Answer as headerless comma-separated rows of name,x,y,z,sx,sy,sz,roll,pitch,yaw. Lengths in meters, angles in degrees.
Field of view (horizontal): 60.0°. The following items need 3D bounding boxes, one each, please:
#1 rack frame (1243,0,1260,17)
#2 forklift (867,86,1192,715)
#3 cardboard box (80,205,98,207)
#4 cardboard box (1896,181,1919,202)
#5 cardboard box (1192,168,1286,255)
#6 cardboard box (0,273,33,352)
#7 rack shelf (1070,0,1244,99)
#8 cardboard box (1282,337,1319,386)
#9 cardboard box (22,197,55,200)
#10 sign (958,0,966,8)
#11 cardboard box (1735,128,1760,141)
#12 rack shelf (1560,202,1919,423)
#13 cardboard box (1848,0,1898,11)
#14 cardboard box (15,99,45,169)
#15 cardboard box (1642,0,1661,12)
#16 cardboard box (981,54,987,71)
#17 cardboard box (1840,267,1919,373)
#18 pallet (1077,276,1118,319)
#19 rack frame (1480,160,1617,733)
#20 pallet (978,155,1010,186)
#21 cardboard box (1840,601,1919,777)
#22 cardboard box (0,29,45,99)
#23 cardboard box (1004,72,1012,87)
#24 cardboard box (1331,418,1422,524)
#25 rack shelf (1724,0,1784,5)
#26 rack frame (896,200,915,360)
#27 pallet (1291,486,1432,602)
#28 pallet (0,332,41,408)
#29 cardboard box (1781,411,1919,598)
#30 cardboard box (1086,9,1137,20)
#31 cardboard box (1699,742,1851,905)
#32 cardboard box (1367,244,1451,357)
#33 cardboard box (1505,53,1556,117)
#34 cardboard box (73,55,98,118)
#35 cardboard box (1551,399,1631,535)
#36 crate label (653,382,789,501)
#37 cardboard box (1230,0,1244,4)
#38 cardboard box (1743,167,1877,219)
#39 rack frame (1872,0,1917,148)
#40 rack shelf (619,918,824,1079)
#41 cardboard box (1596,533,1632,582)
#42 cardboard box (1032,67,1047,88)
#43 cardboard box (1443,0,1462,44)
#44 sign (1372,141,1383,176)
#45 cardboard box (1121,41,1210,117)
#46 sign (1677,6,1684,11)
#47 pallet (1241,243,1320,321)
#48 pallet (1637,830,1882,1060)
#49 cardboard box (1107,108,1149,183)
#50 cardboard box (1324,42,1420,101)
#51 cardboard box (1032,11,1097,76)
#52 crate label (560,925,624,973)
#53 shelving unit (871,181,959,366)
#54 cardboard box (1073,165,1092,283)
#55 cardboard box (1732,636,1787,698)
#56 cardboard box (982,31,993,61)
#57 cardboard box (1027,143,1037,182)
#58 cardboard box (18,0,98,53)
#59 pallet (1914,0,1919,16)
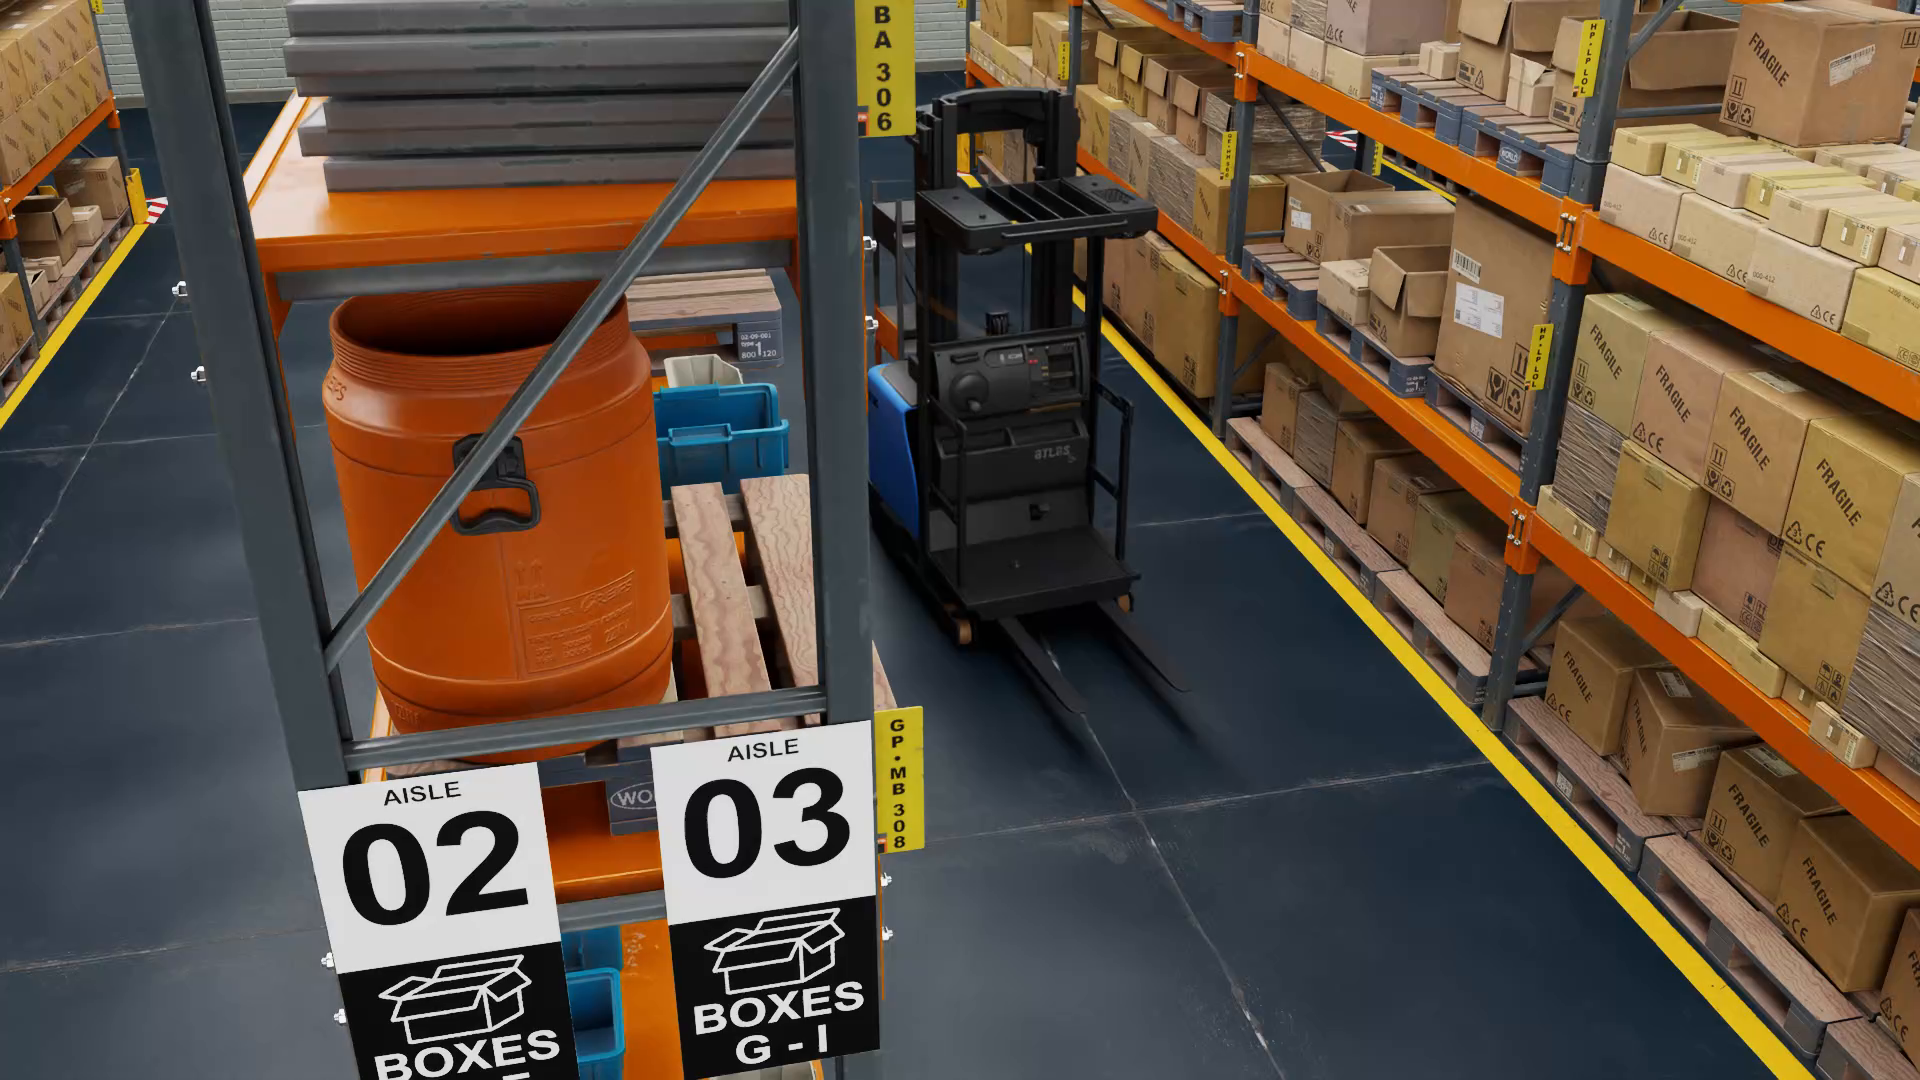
rack frame,2.367,-4.835,10.343,1.000,3.000,0.127,-6,27,-12
forklift,0.378,-0.912,9.305,1.130,2.935,3.031,-9,28,-18
cardboard box,-8.722,-3.196,16.409,0.380,0.166,0.250,-6,27,-12
cardboard box,3.809,-1.271,6.333,0.380,0.149,0.250,-5,27,-10
cardboard box,2.014,-2.393,12.051,0.500,0.500,0.500,-5,27,-10
cardboard box,-7.796,-1.802,13.277,0.500,0.500,0.500,-6,27,-12
rack shelf,1.916,-4.053,12.920,1.077,0.370,4.000,-6,27,-12
cardboard box,2.547,-1.281,11.413,0.500,0.250,0.500,-5,27,-9
cardboard box,-9.129,-3.147,16.219,0.500,0.250,0.500,-6,27,-12
sign,0.022,-6.037,18.333,0.100,0.325,0.005,-6,27,-12
cardboard box,3.623,-1.738,7.259,0.380,0.149,0.250,-5,27,-10
rack shelf,3.719,-0.541,5.962,1.077,0.370,4.000,-6,27,-12
cardboard box,6.846,-4.225,12.352,0.500,0.500,0.500,-6,27,-12
cardboard box,-8.155,-3.429,14.104,0.500,0.500,0.500,-5,27,-11
cardboard box,6.456,-5.219,16.210,0.500,0.500,0.500,-5,27,-10
cardboard box,0.440,-5.143,17.889,0.380,0.149,0.250,-7,28,-13
cardboard box,3.473,-0.768,5.780,0.500,0.250,0.500,-6,27,-12
pallet,1.713,-2.337,15.146,1.003,0.211,1.213,-6,27,-12
rack frame,3.268,-0.401,8.216,1.000,3.000,0.127,-6,27,-12
pallet,0.820,-4.081,18.601,1.003,0.211,1.213,-6,27,-12
cardboard box,3.772,0.502,5.985,0.875,0.500,0.500,-6,27,-12
cardboard box,-8.251,-4.087,14.298,0.500,0.500,0.500,-7,28,-13
cardboard box,0.670,-4.692,16.997,0.380,0.149,0.250,-7,28,-13
cardboard box,2.809,-0.455,10.608,0.700,0.500,0.500,-4,27,-7
rack shelf,6.771,-4.512,13.830,1.077,0.370,4.000,-6,27,-12
rack frame,-0.206,-1.179,10.755,0.400,2.100,0.015,-9,28,-18
pallet,2.813,-0.034,10.584,1.003,0.211,1.213,-6,27,-12
pallet,-7.967,-1.311,13.112,1.003,0.211,1.213,-6,27,-12
cardboard box,3.472,-0.144,6.156,0.500,0.500,0.500,-6,27,-12
cardboard box,1.503,-4.767,15.869,0.500,0.500,0.500,-6,27,-12
cardboard box,3.672,1.222,7.307,0.500,0.500,0.500,-8,28,-16
cardboard box,2.788,-1.386,9.587,0.797,0.503,0.637,-3,27,-6
cardboard box,2.959,-2.270,8.273,0.396,0.266,0.258,-5,27,-10
cardboard box,-8.602,-4.313,15.855,0.500,0.500,0.500,-6,27,-11
cardboard box,3.310,-0.375,7.722,0.875,0.500,0.500,-6,27,-12
crate label,-0.756,-0.270,4.792,0.502,0.251,0.408,-6,27,-12
cardboard box,2.159,-3.990,11.417,0.797,0.503,0.637,-4,27,-9
cardboard box,3.306,-1.342,6.476,0.380,0.149,0.250,-5,27,-10
rack frame,7.222,-2.616,12.605,1.000,3.000,0.127,-6,27,-12
rack shelf,-1.106,1.301,5.642,1.077,0.370,4.000,-6,27,-12
cardboard box,3.151,0.054,7.593,0.380,0.149,0.250,-6,27,-12
cardboard box,0.991,-4.373,15.921,0.500,0.250,0.500,-5,27,-10
cardboard box,2.941,-3.137,9.641,0.500,0.500,0.500,-5,27,-11
sign,2.893,-2.698,11.569,0.100,0.325,0.005,-6,27,-12
cardboard box,1.761,-3.823,13.772,0.797,0.503,0.637,-6,27,-11
sign,6.861,-4.947,15.938,0.100,0.325,0.005,-6,27,-12
pallet,2.631,-1.769,11.139,1.213,0.211,1.003,-6,27,-12
pallet,3.733,1.672,7.204,1.003,0.211,1.213,-6,27,-12
cardboard box,1.552,-3.290,13.828,0.500,0.500,0.500,-7,28,-13
cardboard box,2.465,-2.747,9.701,0.500,0.250,0.500,-5,27,-10
cardboard box,0.992,-4.709,15.754,0.500,0.500,0.500,-6,27,-11
crate label,-1.334,1.062,5.279,0.502,0.435,0.616,-6,27,-12
shelving unit,-0.291,-1.282,10.959,0.431,2.100,0.503,-9,28,-18
cardboard box,1.629,-2.873,15.005,1.225,0.875,0.875,-6,27,-11
cardboard box,3.375,0.493,6.723,0.380,0.149,0.250,-6,27,-12
cardboard box,0.533,-5.269,17.697,0.500,0.250,0.500,-6,27,-12
cardboard box,1.192,-3.845,16.931,0.875,0.875,0.875,-6,27,-12
cardboard box,-8.720,-4.988,16.083,0.500,0.500,0.500,-6,27,-12
pallet,7.419,-3.594,11.422,1.213,0.211,1.003,-5,27,-9
